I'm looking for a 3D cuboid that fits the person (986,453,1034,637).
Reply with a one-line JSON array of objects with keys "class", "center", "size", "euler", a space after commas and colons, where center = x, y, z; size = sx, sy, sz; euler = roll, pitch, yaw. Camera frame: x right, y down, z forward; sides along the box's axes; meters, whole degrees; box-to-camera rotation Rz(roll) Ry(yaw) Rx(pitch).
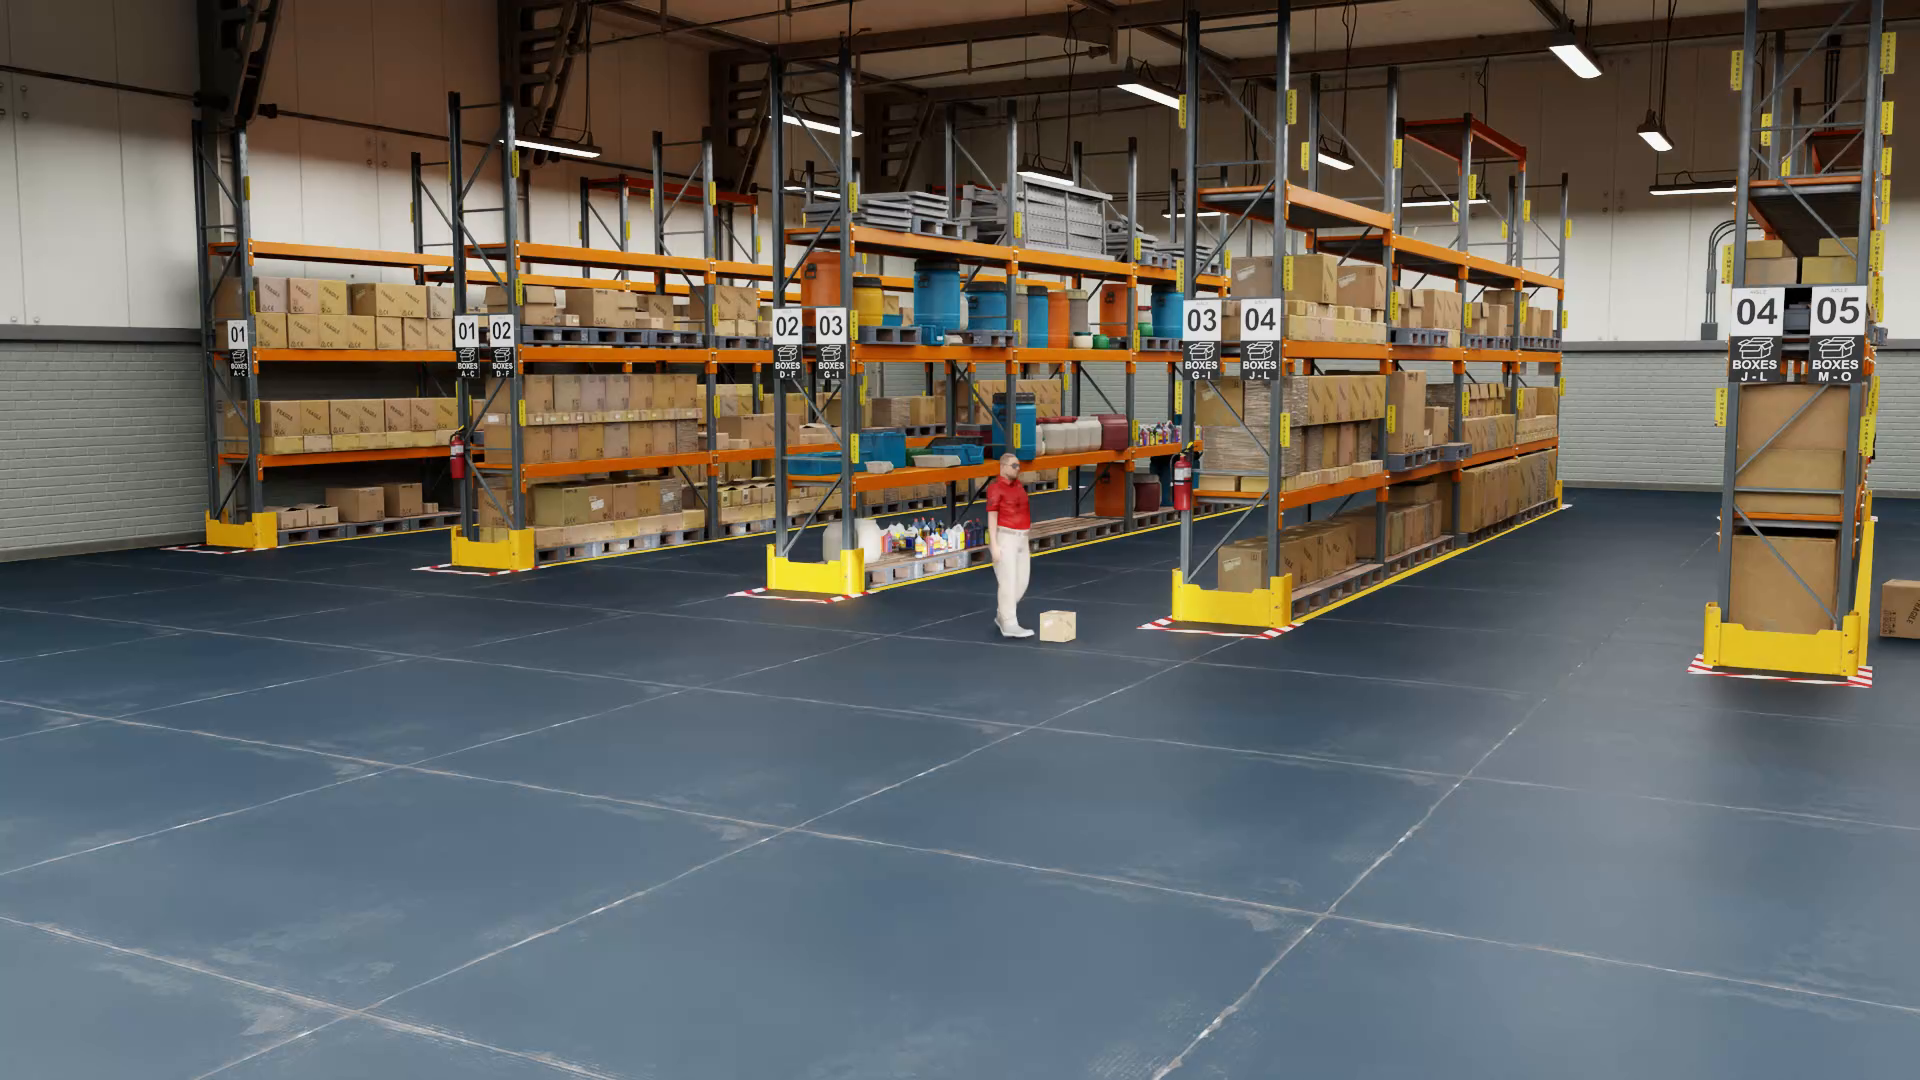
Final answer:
[{"class": "person", "center": [0.477, 0.055, 15.738], "size": [0.612, 1.752, 0.555], "euler": [5, 7, 37]}]
